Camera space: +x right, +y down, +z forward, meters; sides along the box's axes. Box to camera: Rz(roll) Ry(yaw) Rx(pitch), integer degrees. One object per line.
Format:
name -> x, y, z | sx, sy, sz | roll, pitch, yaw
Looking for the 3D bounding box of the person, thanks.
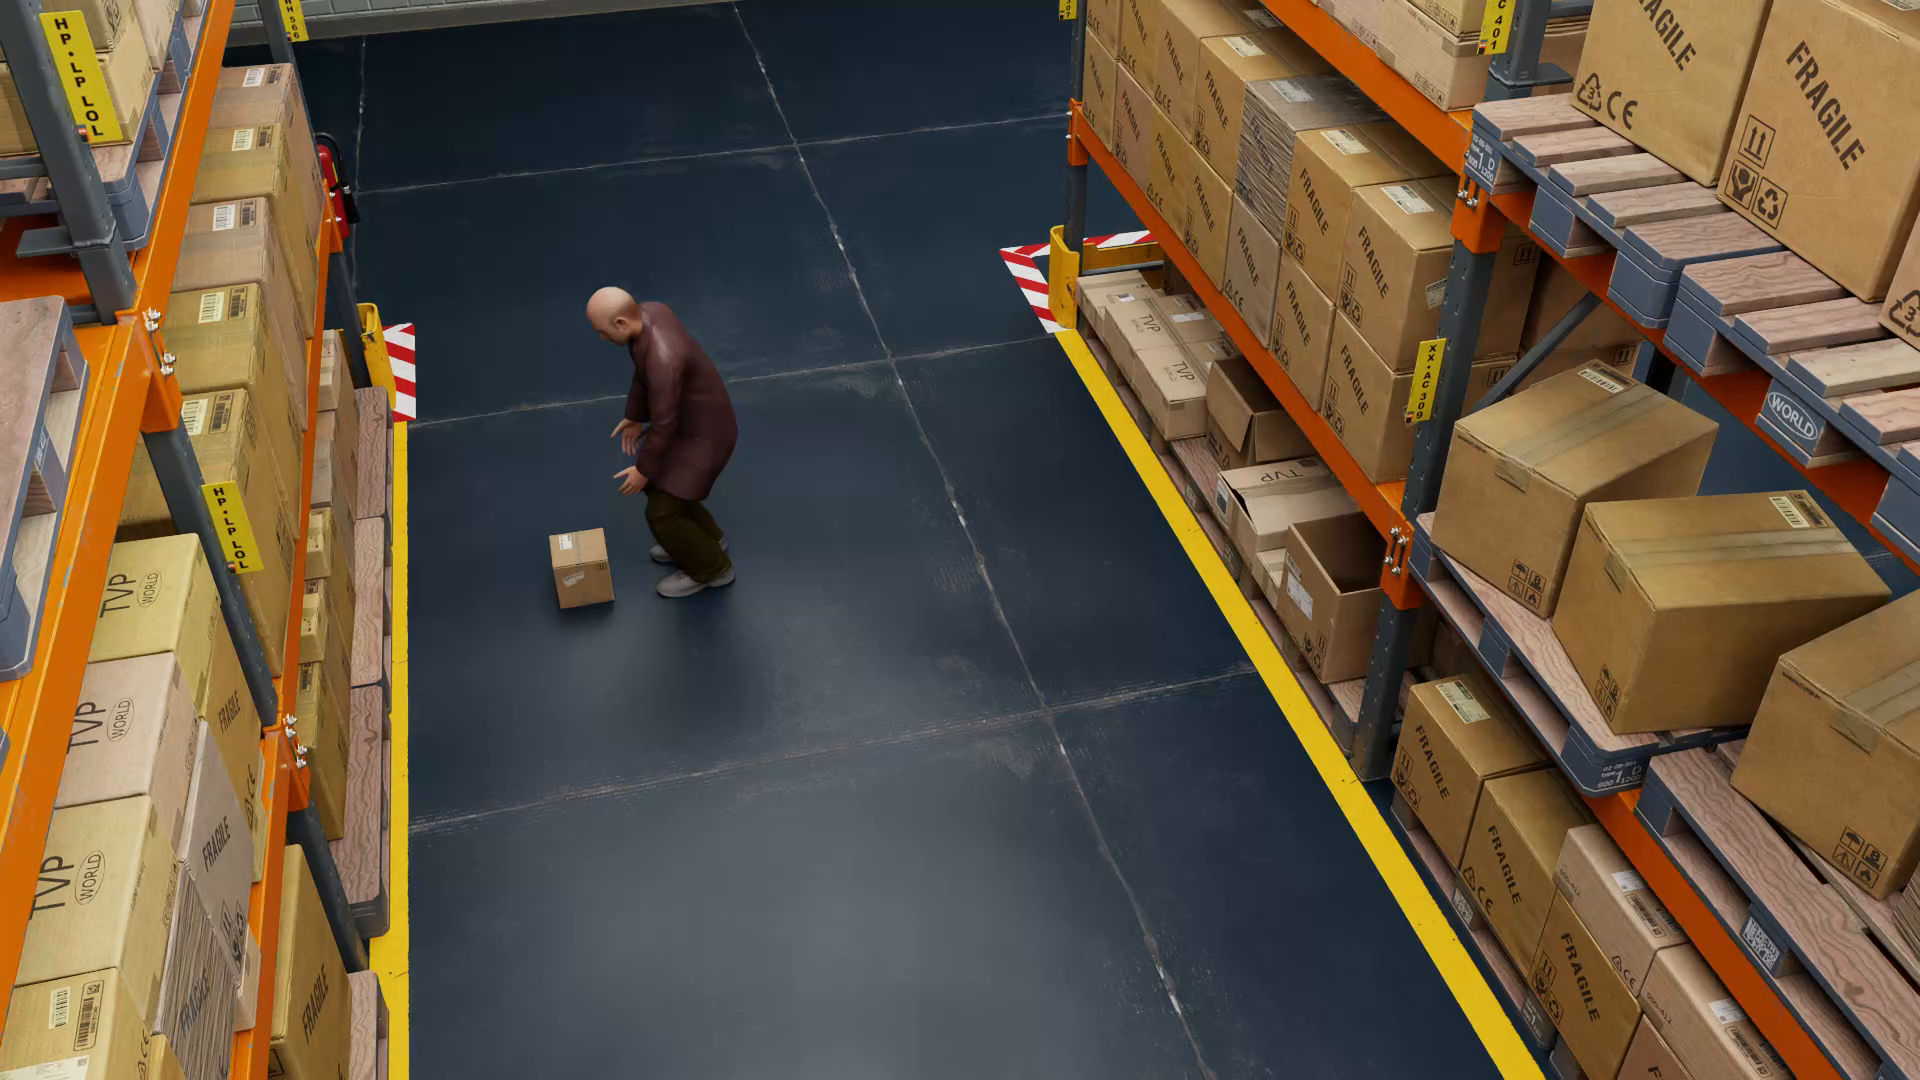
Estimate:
person -> -1.289, -0.454, 7.486 | 0.588, 1.577, 0.623 | -9, 39, -11
